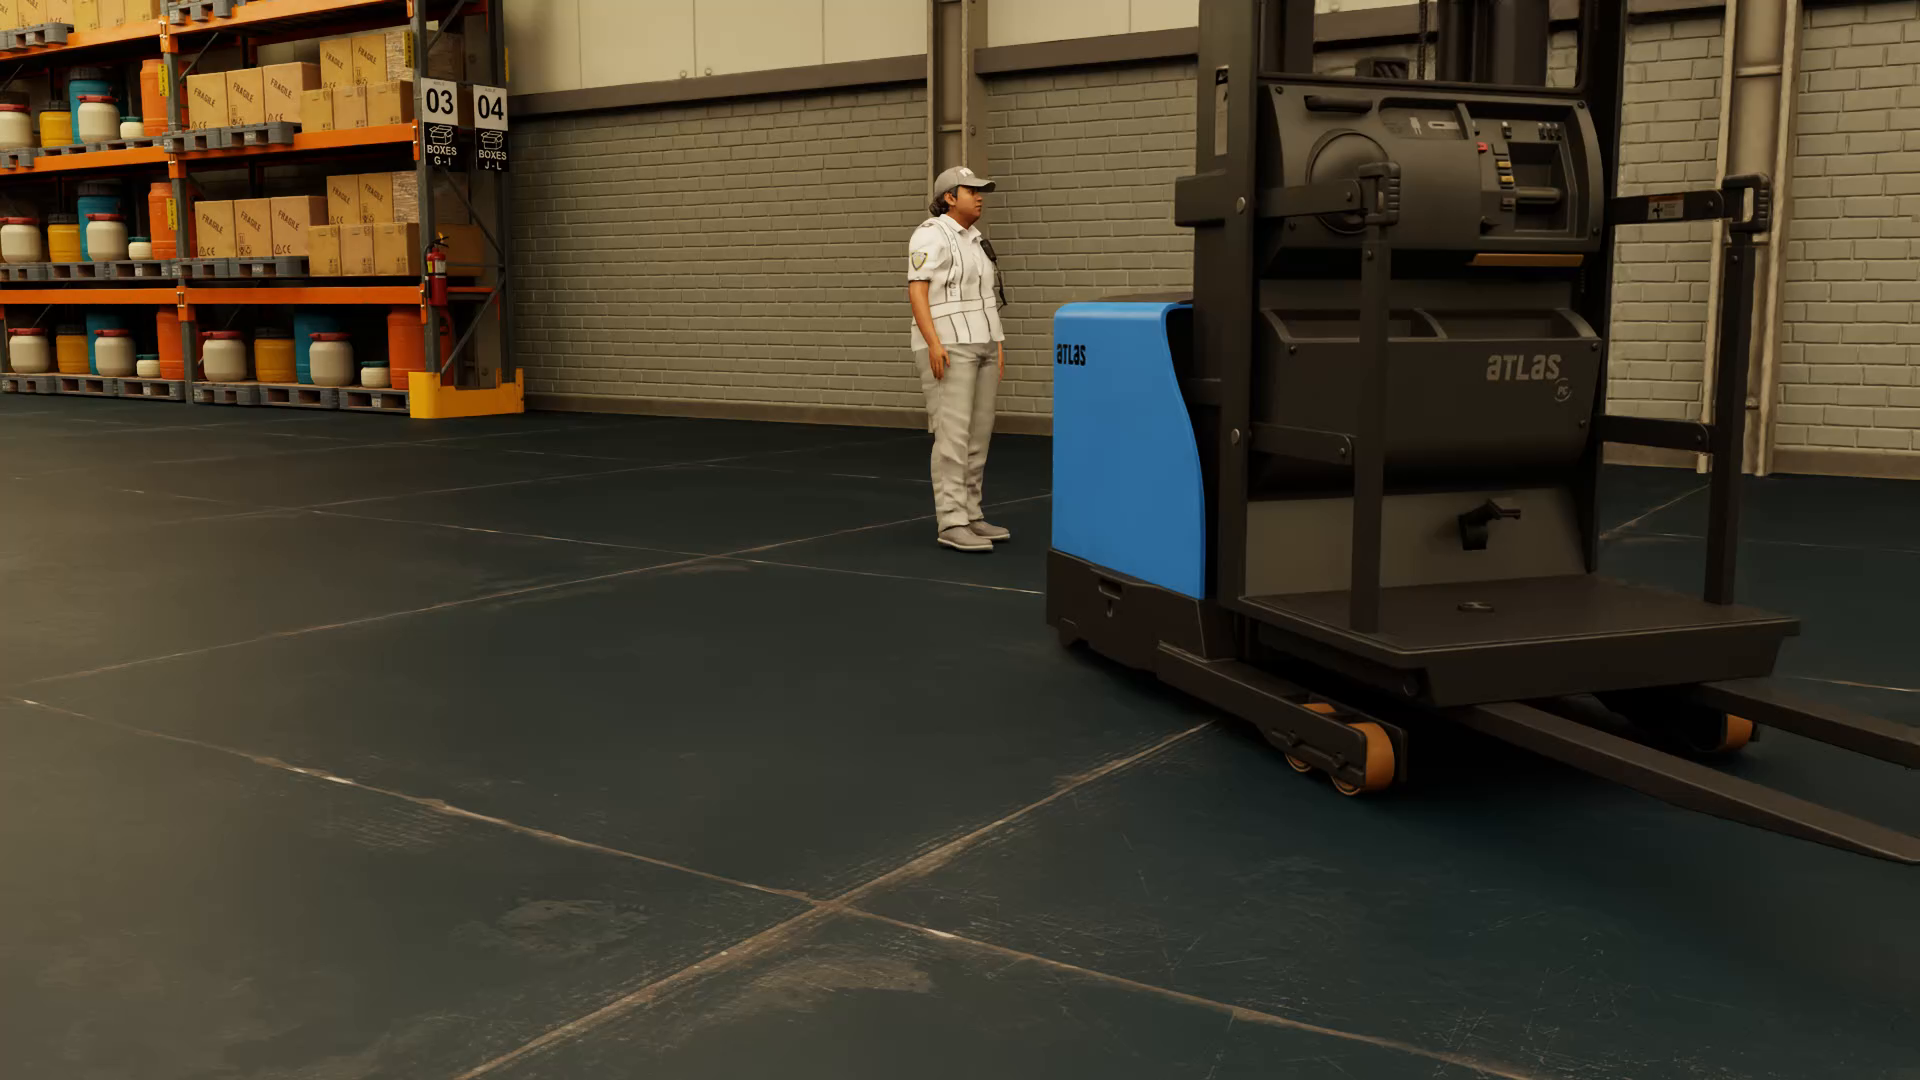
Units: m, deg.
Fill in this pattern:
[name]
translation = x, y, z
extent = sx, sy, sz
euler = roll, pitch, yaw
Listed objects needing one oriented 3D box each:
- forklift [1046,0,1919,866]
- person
[forklift]
translation = 1.255, -0.953, 3.894
extent = 1.130, 2.935, 3.031
euler = -3, 9, -20
[person]
translation = 0.051, -0.823, 7.424
extent = 0.529, 1.670, 0.598
euler = 5, 10, 34
